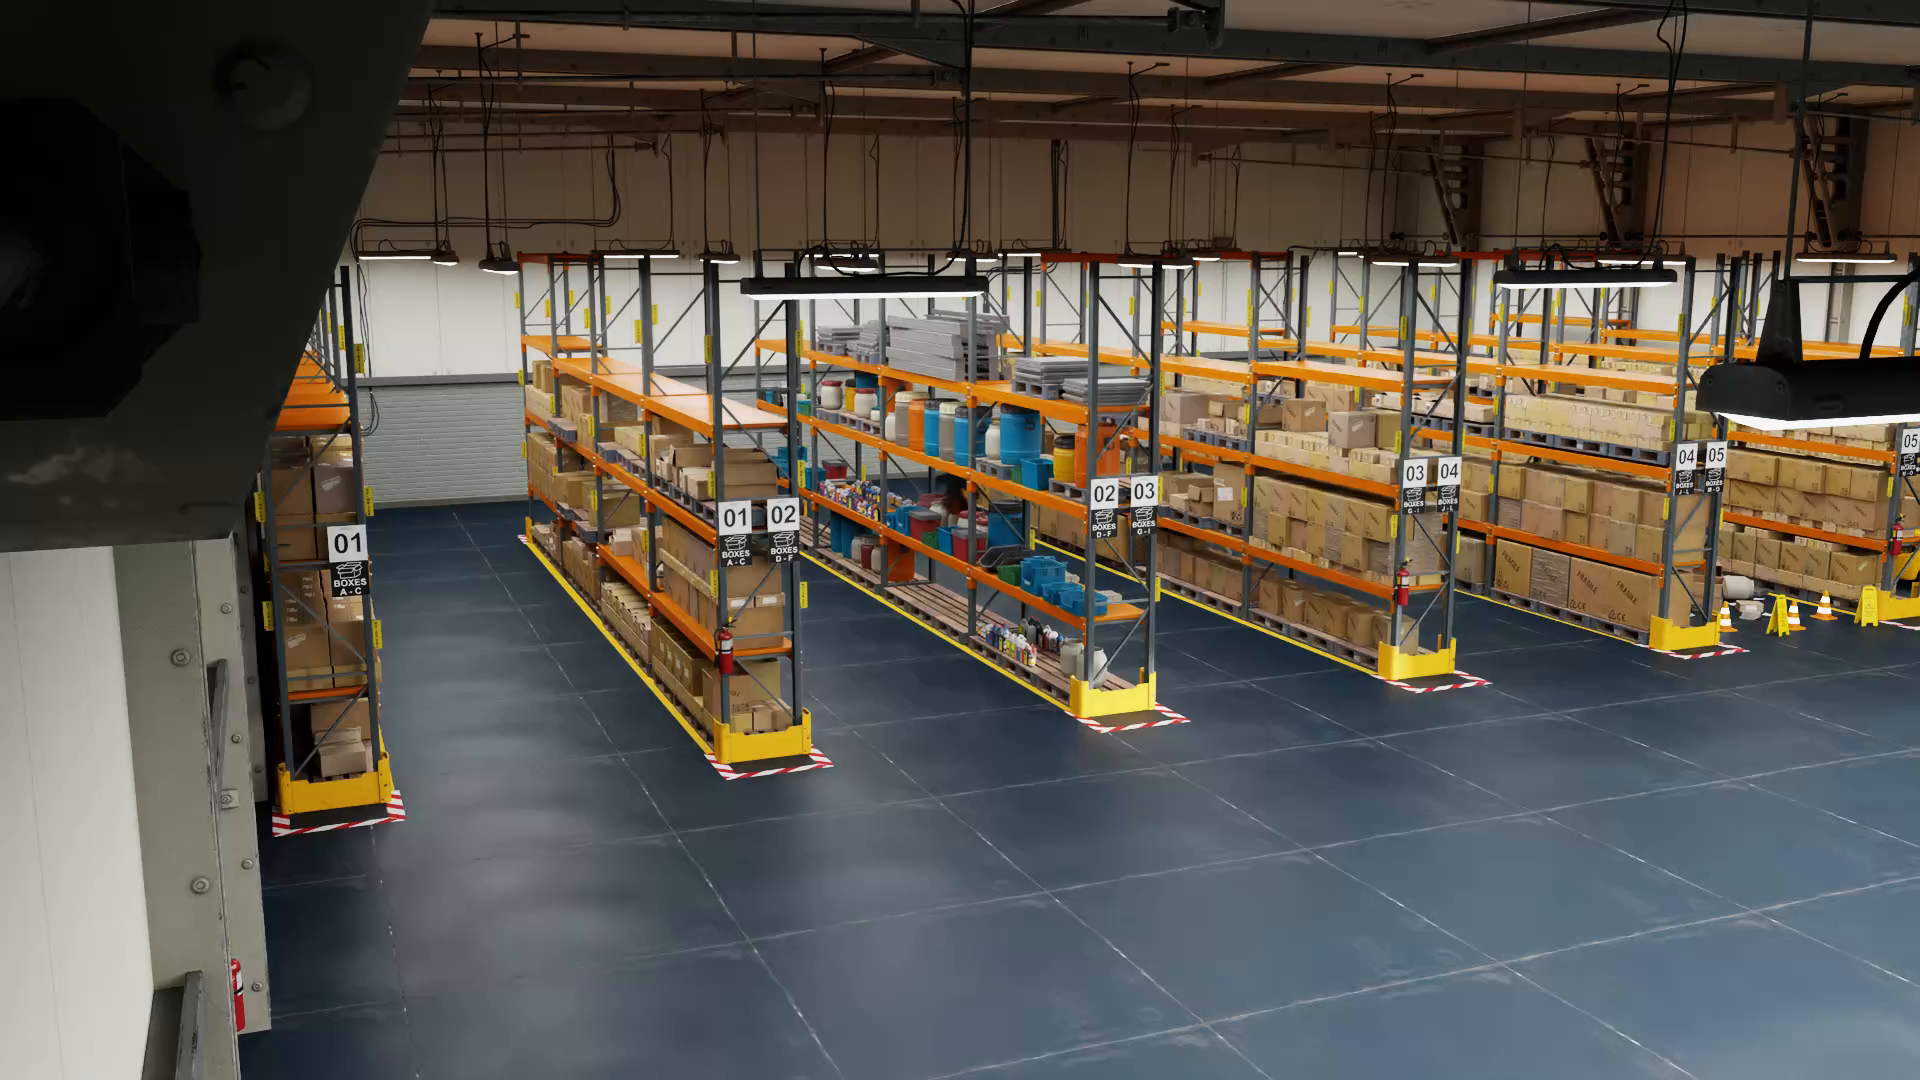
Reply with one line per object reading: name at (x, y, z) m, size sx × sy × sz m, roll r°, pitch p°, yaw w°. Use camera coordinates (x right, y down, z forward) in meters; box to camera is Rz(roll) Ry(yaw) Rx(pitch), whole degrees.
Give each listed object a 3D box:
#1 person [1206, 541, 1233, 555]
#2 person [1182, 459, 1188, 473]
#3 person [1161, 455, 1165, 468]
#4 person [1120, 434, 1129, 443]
person at (5.094, -0.516, 32.879) m, size 0.697 × 1.831 × 0.966 m, roll -5°, pitch 11°, yaw -25°
person at (5.629, -2.072, 41.603) m, size 0.667 × 1.713 × 0.705 m, roll 4°, pitch 11°, yaw 21°
person at (4.976, -2.037, 41.508) m, size 0.662 × 1.649 × 0.649 m, roll -5°, pitch 12°, yaw -28°
person at (3.814, -1.652, 39.304) m, size 0.691 × 1.763 × 0.708 m, roll -3°, pitch 11°, yaw -14°
